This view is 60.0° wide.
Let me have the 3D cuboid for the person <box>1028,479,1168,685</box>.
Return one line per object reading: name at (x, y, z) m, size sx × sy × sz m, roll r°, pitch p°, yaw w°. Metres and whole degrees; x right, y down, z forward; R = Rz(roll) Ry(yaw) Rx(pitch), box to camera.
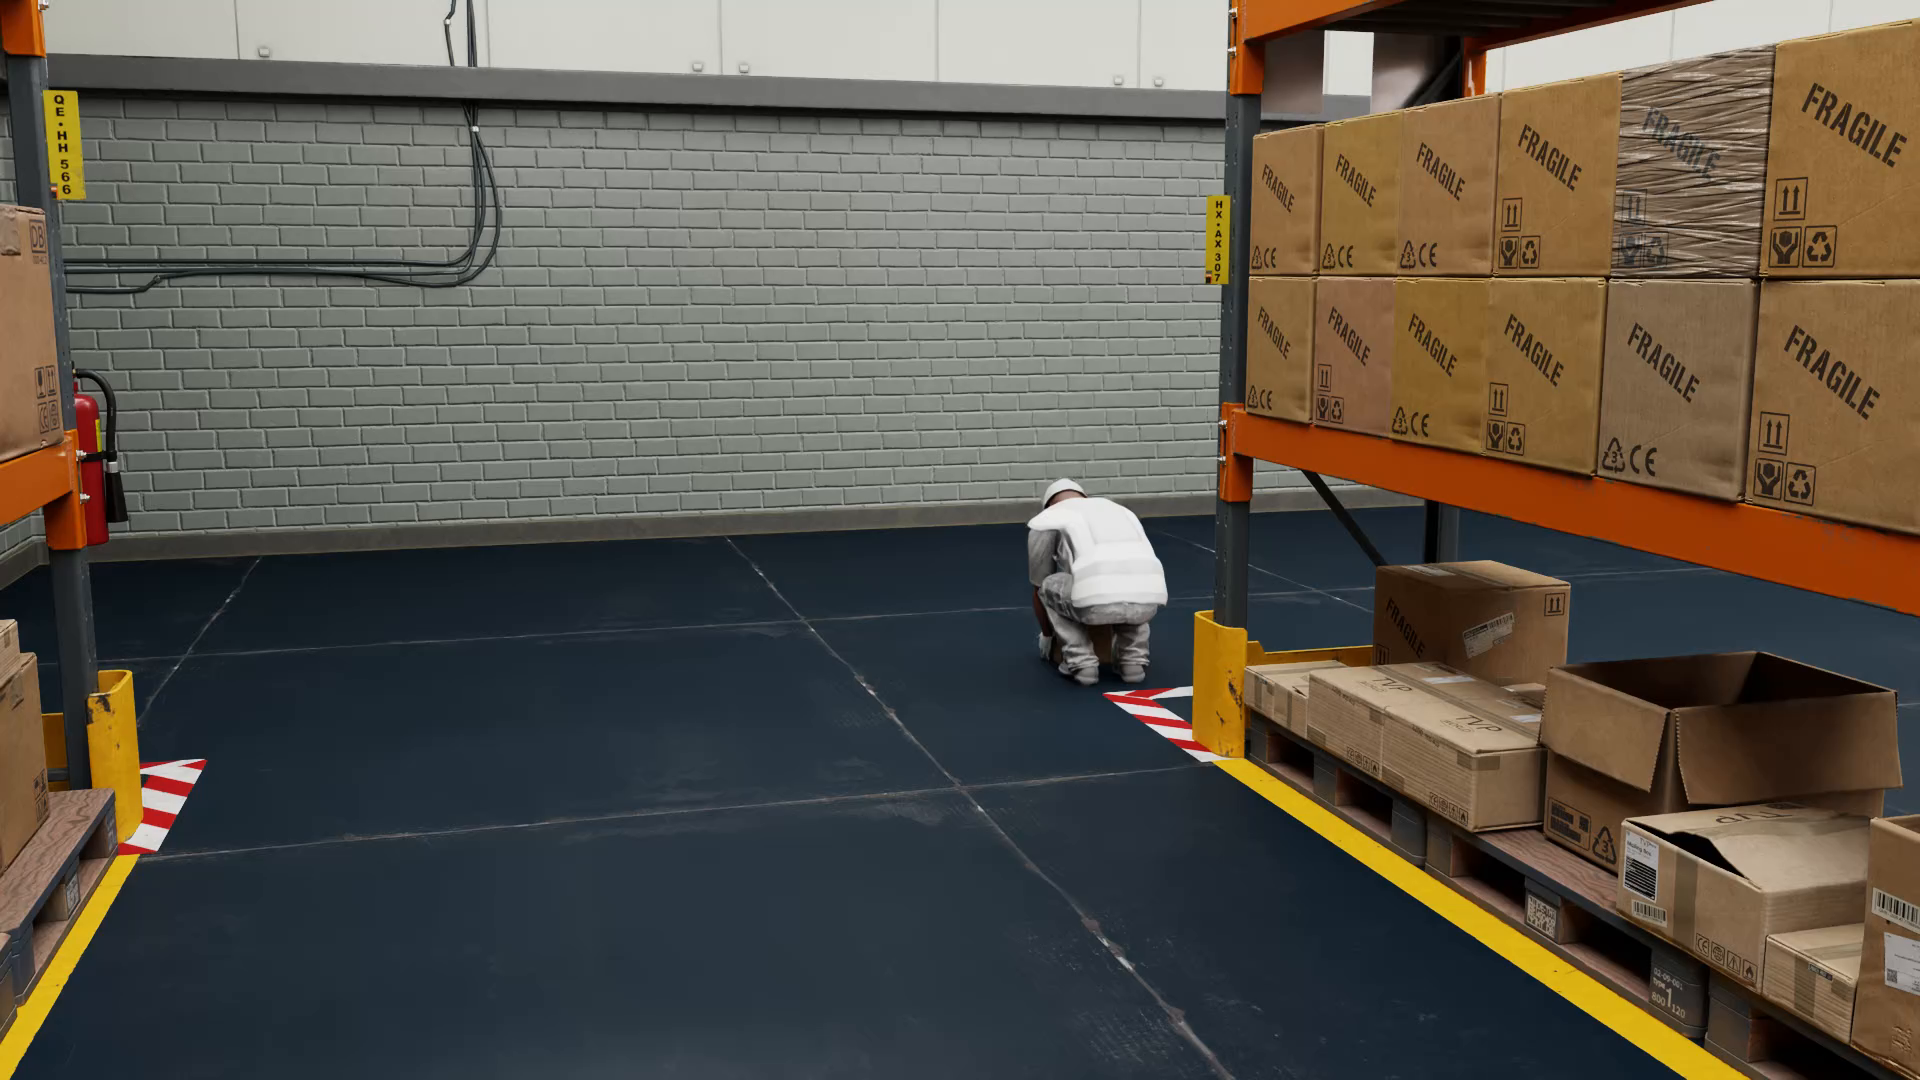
person at (0.601, 0.207, 7.572) m, size 0.573 × 0.897 × 0.906 m, roll -2°, pitch 9°, yaw -11°
